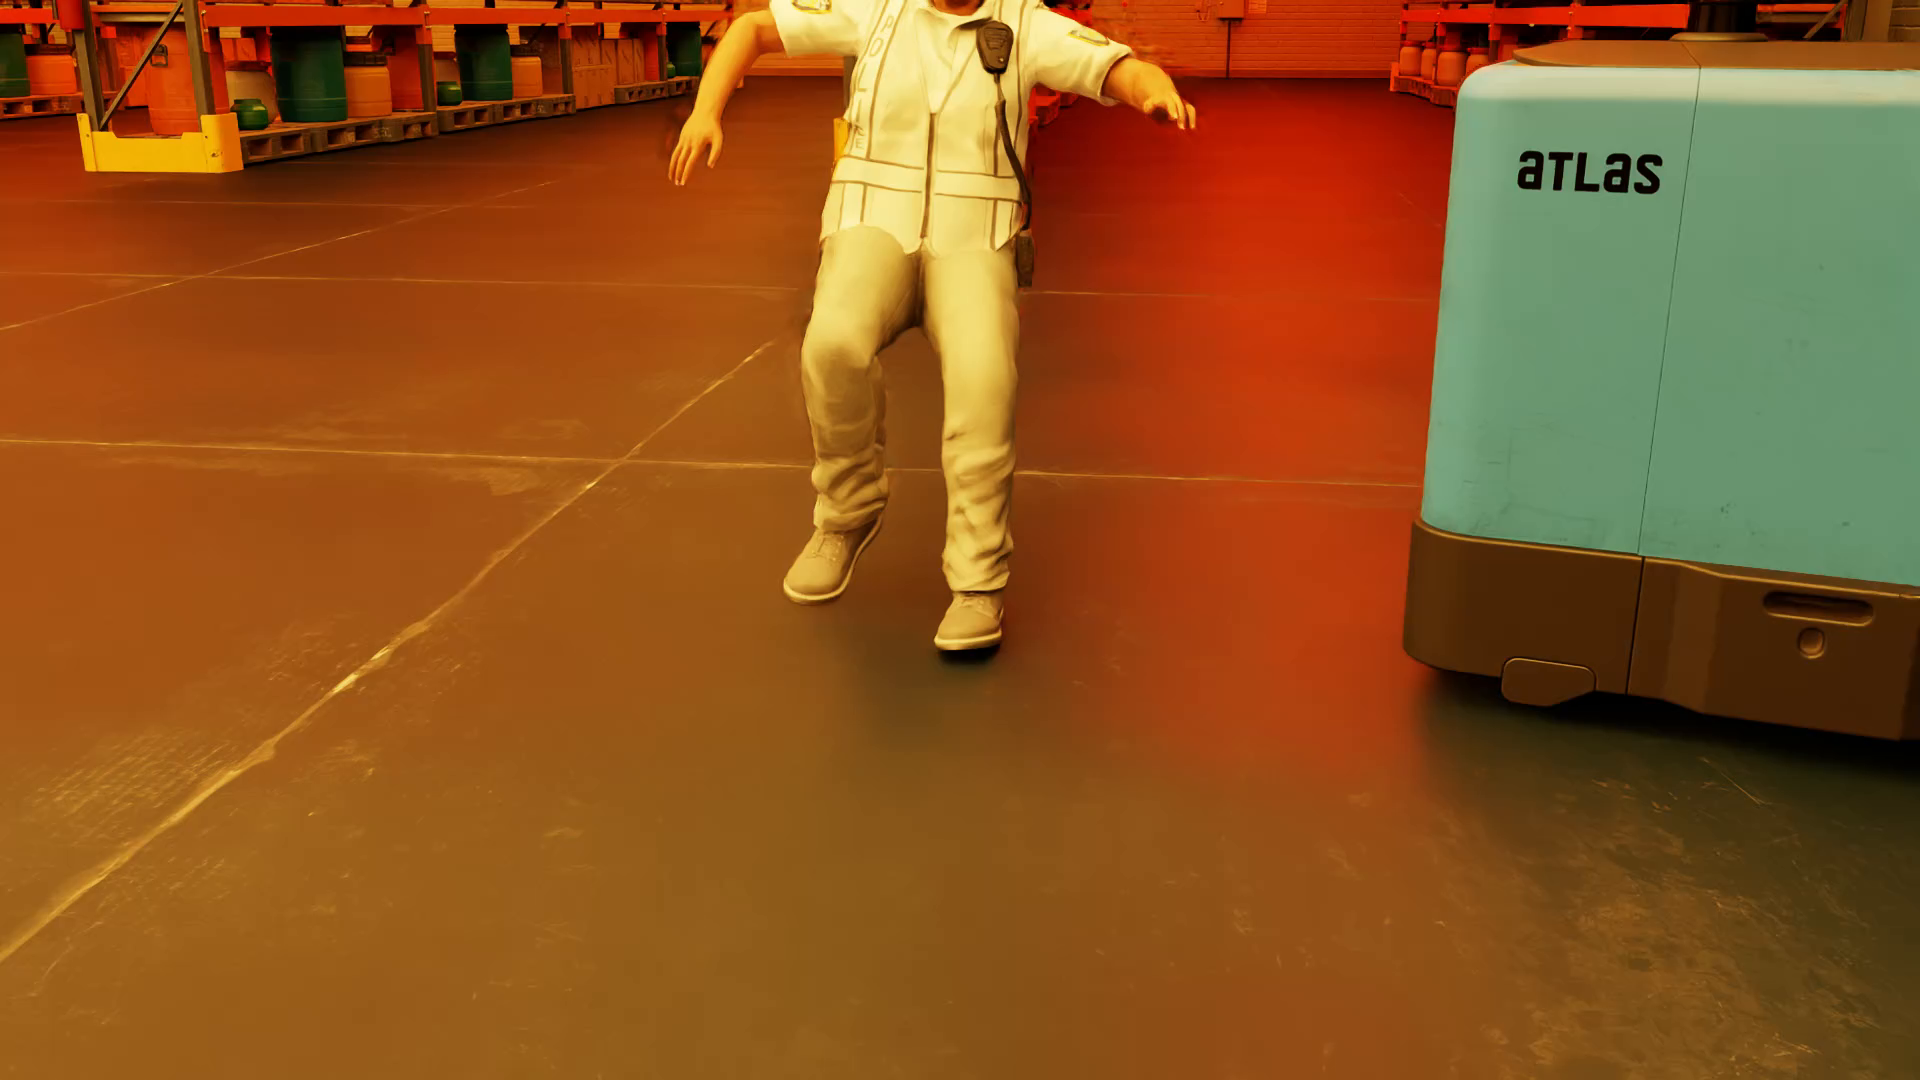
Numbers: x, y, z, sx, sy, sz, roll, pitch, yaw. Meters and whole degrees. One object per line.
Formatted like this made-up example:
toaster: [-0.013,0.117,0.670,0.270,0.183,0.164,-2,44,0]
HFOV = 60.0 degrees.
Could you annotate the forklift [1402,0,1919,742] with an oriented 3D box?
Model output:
forklift: [2.358,-1.085,2.392,3.031,2.935,1.130,7,19,22]

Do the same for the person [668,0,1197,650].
person: [-0.074,-0.579,3.251,0.995,1.437,0.822,-1,18,-3]
